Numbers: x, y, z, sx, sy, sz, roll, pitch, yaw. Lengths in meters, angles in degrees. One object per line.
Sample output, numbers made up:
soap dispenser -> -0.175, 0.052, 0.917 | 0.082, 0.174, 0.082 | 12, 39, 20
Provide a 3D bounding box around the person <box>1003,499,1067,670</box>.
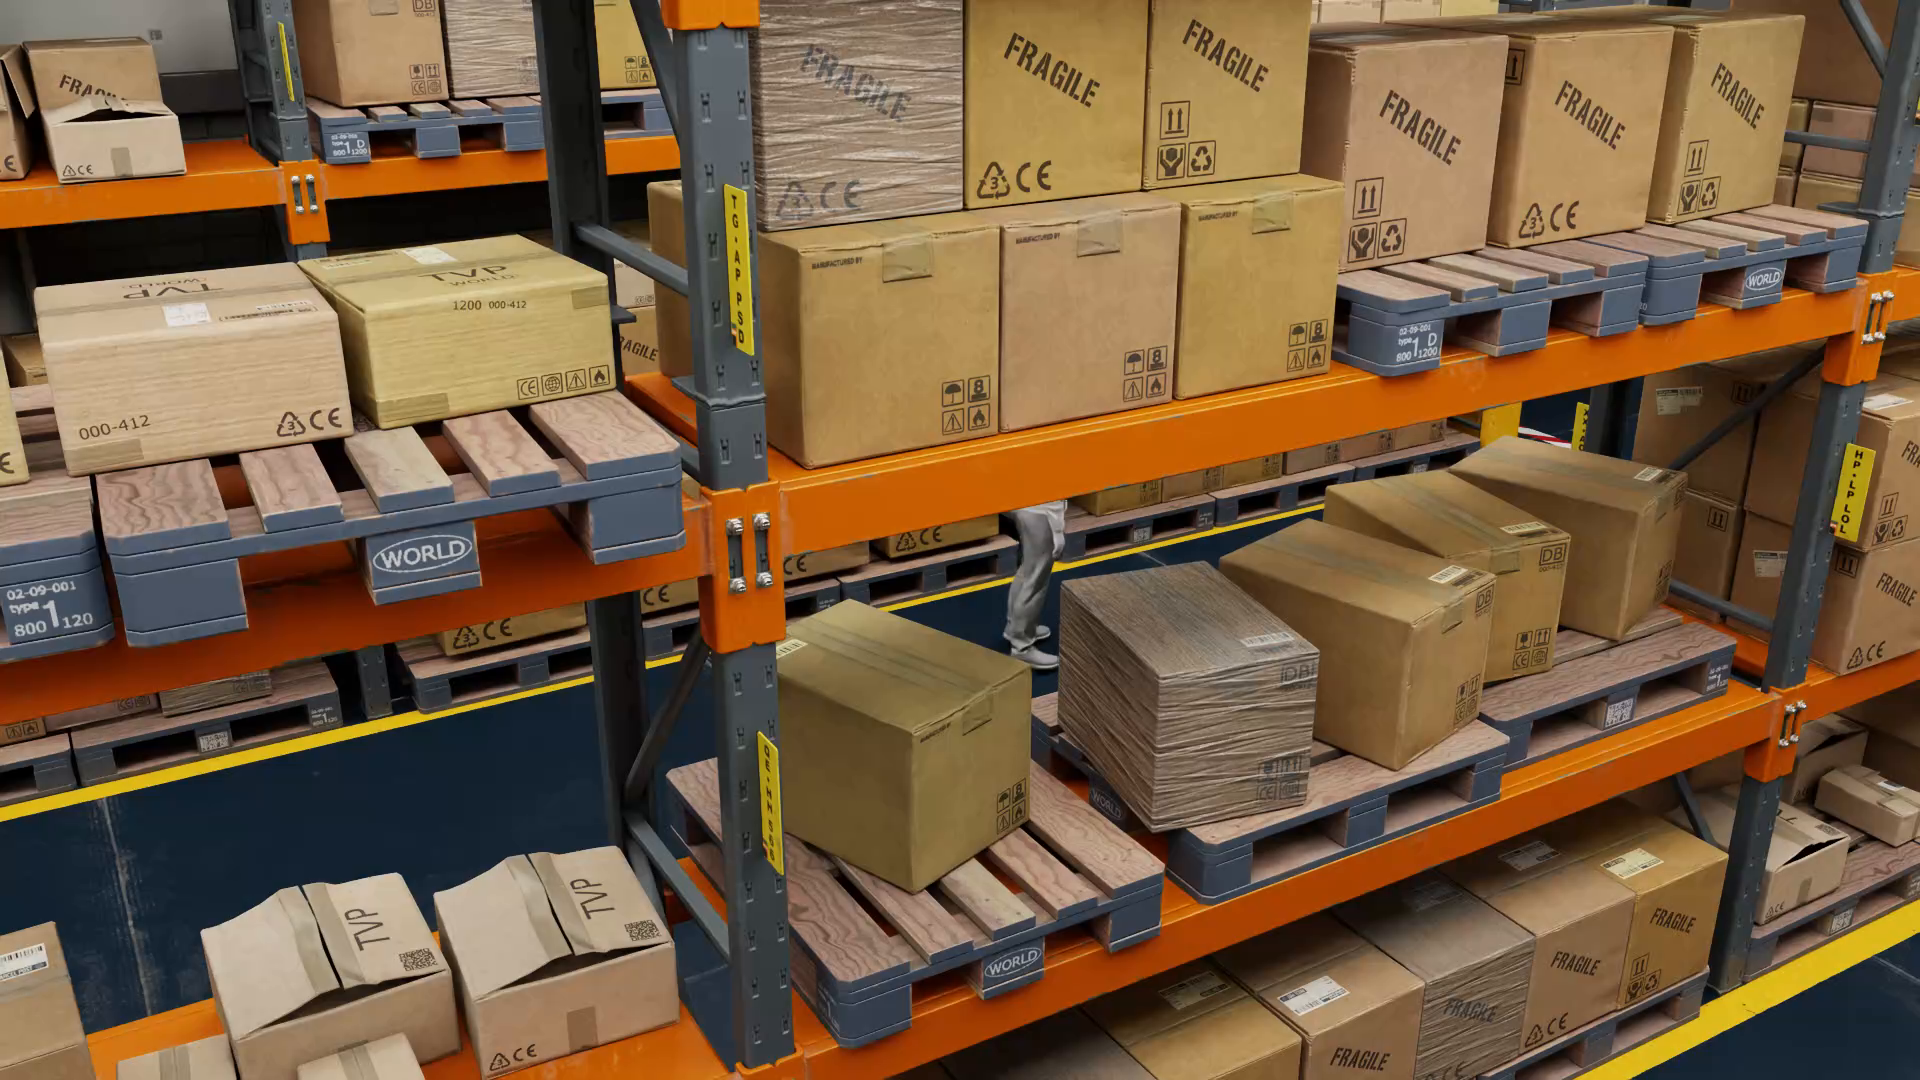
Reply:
person -> 0.422, -0.146, 8.869 | 0.364, 1.673, 0.543 | -6, 23, -15
